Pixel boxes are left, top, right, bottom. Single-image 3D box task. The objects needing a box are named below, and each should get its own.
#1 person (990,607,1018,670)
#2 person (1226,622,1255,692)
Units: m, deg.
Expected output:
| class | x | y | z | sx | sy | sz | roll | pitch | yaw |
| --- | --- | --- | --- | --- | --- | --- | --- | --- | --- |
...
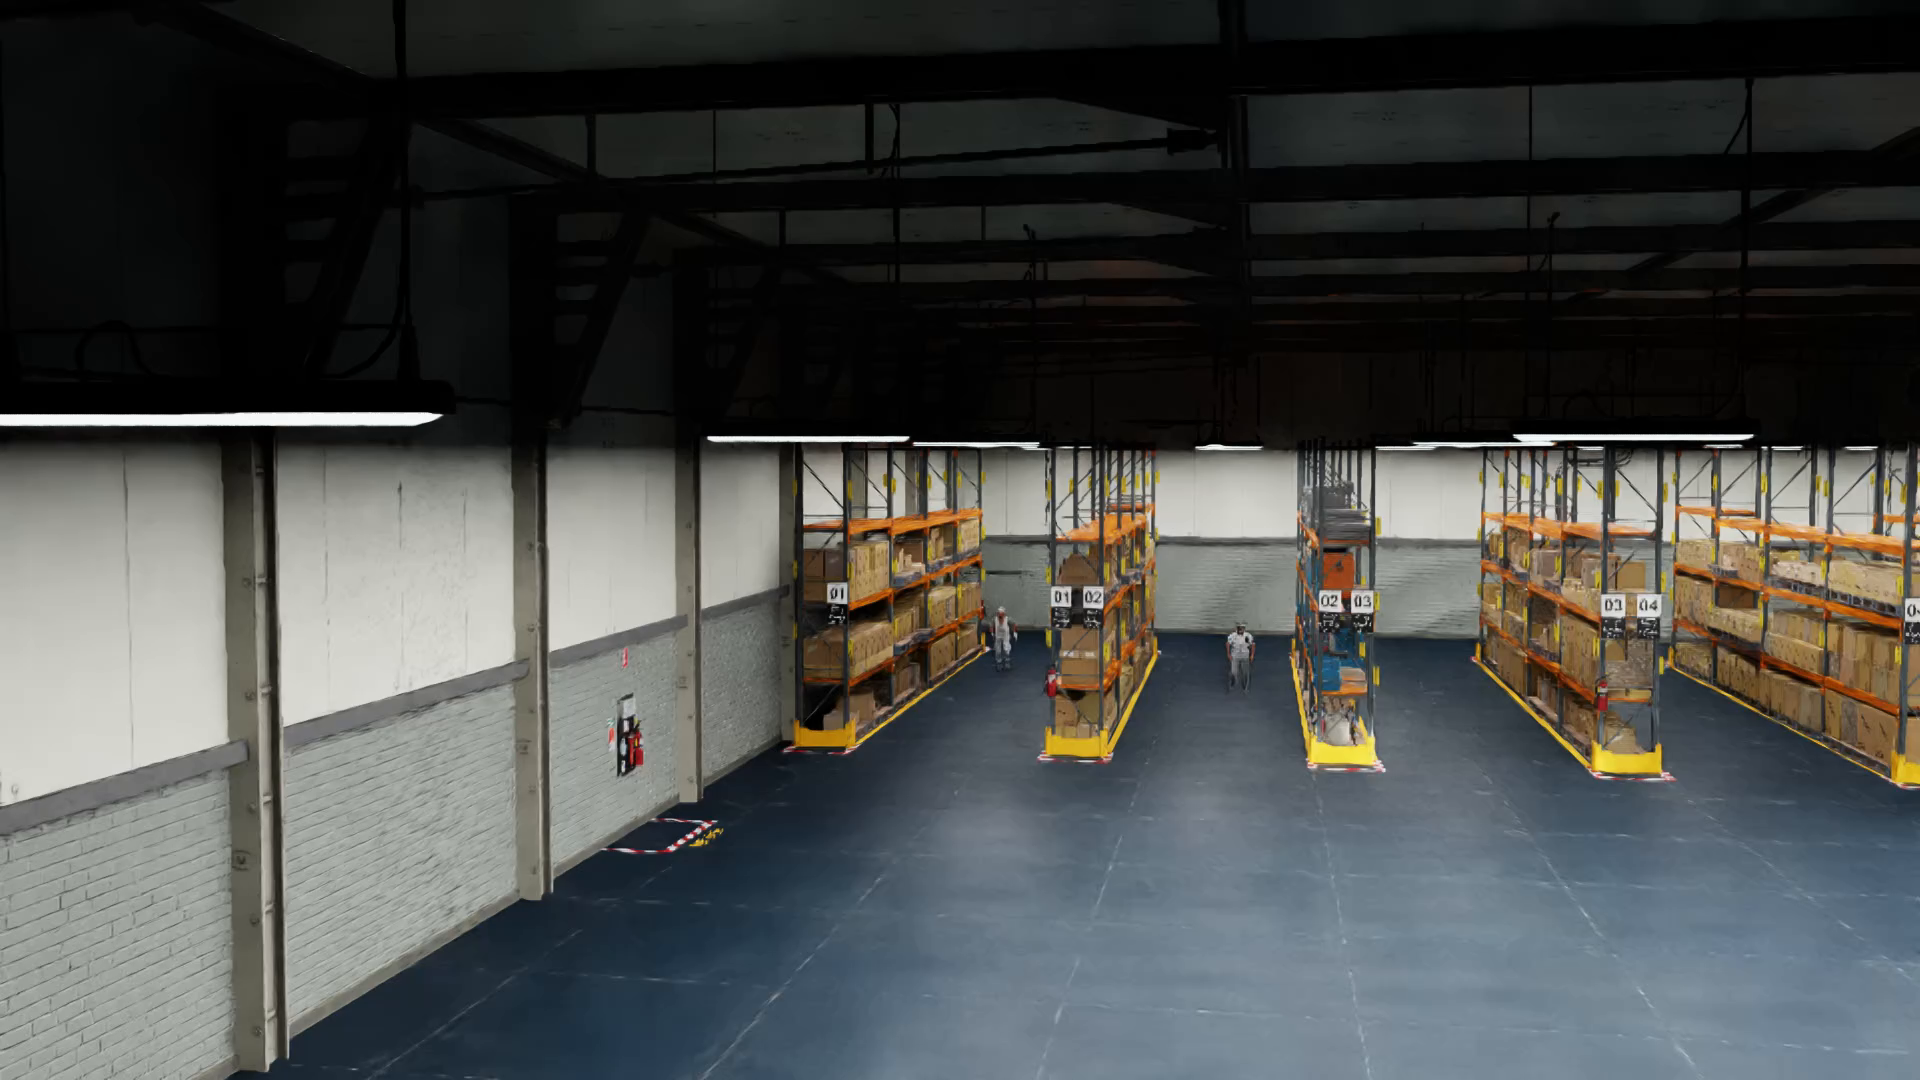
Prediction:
| class | x | y | z | sx | sy | sz | roll | pitch | yaw |
| --- | --- | --- | --- | --- | --- | --- | --- | --- | --- |
| person | 1.120 | 2.581 | 43.418 | 0.688 | 1.712 | 0.782 | 1 | 3 | 15 |
| person | 6.680 | 2.777 | 39.624 | 0.682 | 1.710 | 0.542 | 0 | 3 | 8 |
